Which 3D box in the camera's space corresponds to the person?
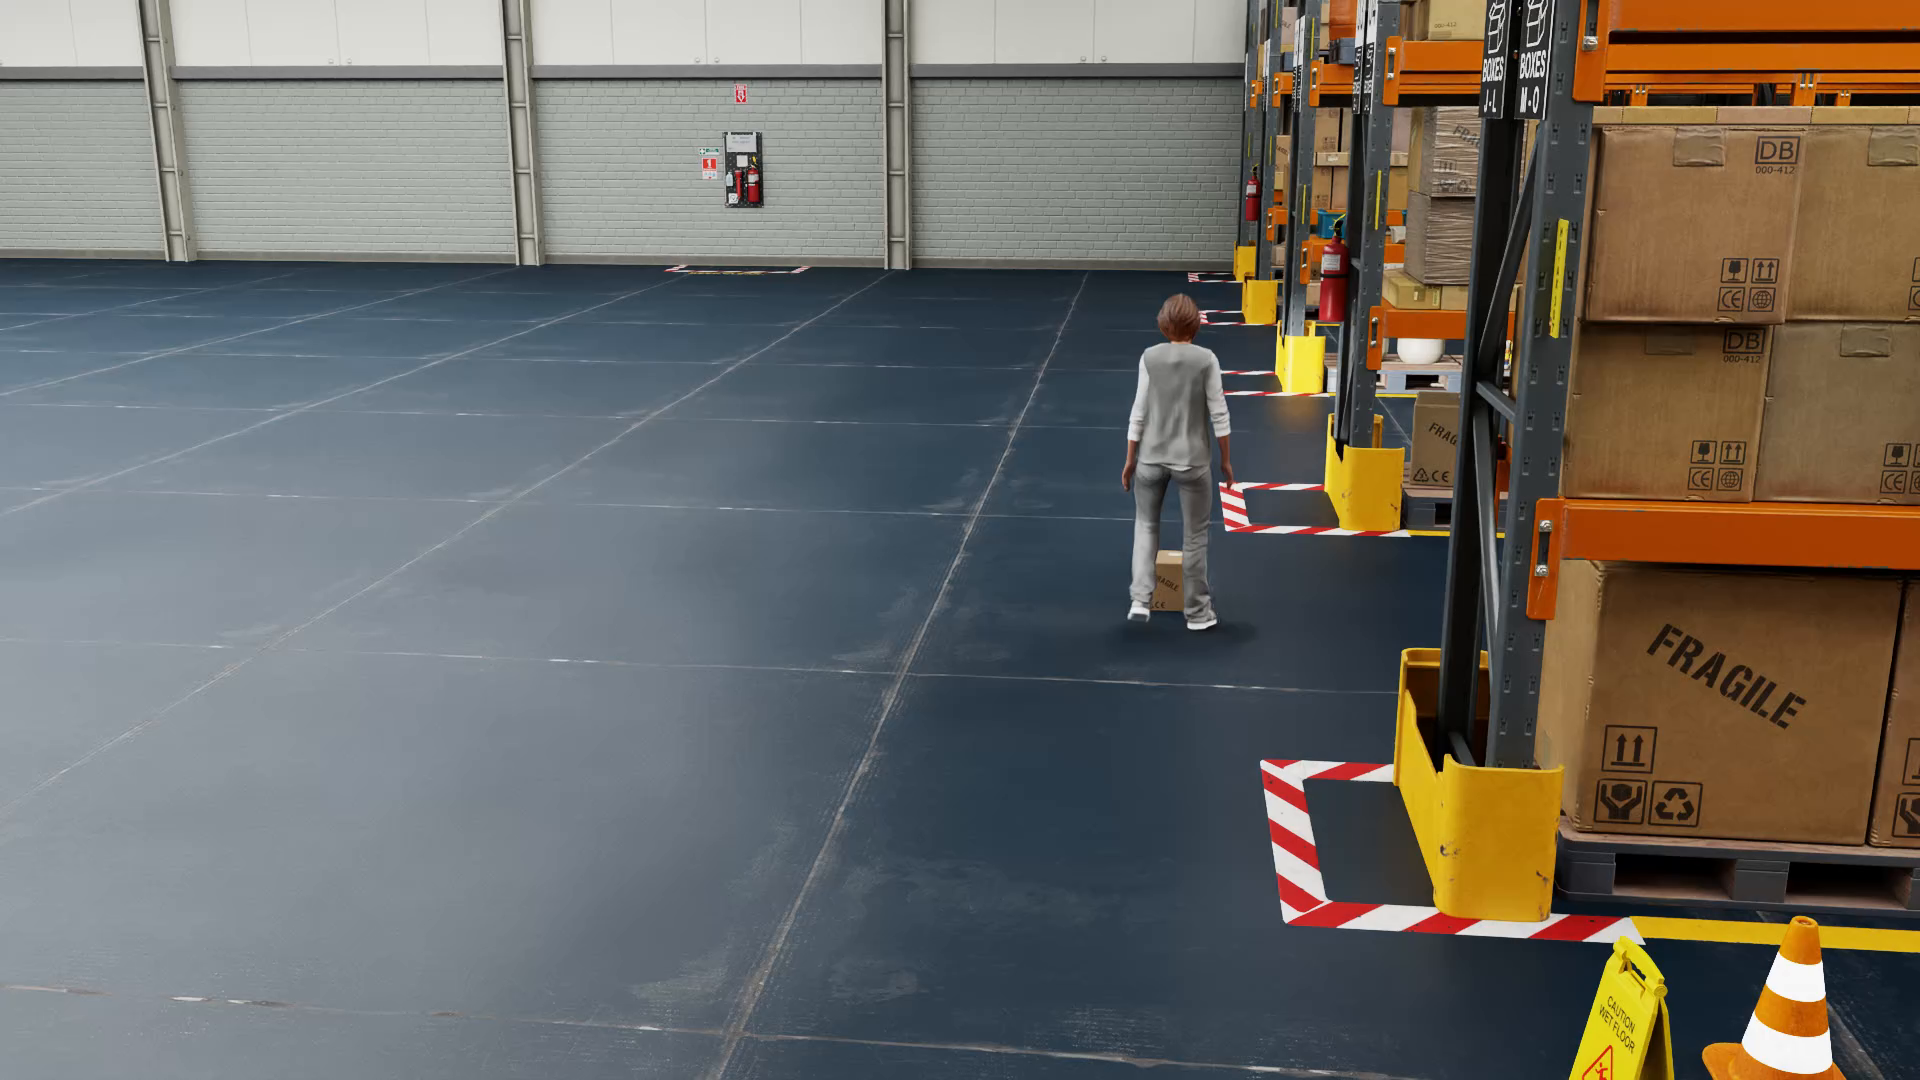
[{"bbox_3d":[1.026,-0.339,7.798,0.510,1.586,0.399,4,15,15],"label":"person"}]
